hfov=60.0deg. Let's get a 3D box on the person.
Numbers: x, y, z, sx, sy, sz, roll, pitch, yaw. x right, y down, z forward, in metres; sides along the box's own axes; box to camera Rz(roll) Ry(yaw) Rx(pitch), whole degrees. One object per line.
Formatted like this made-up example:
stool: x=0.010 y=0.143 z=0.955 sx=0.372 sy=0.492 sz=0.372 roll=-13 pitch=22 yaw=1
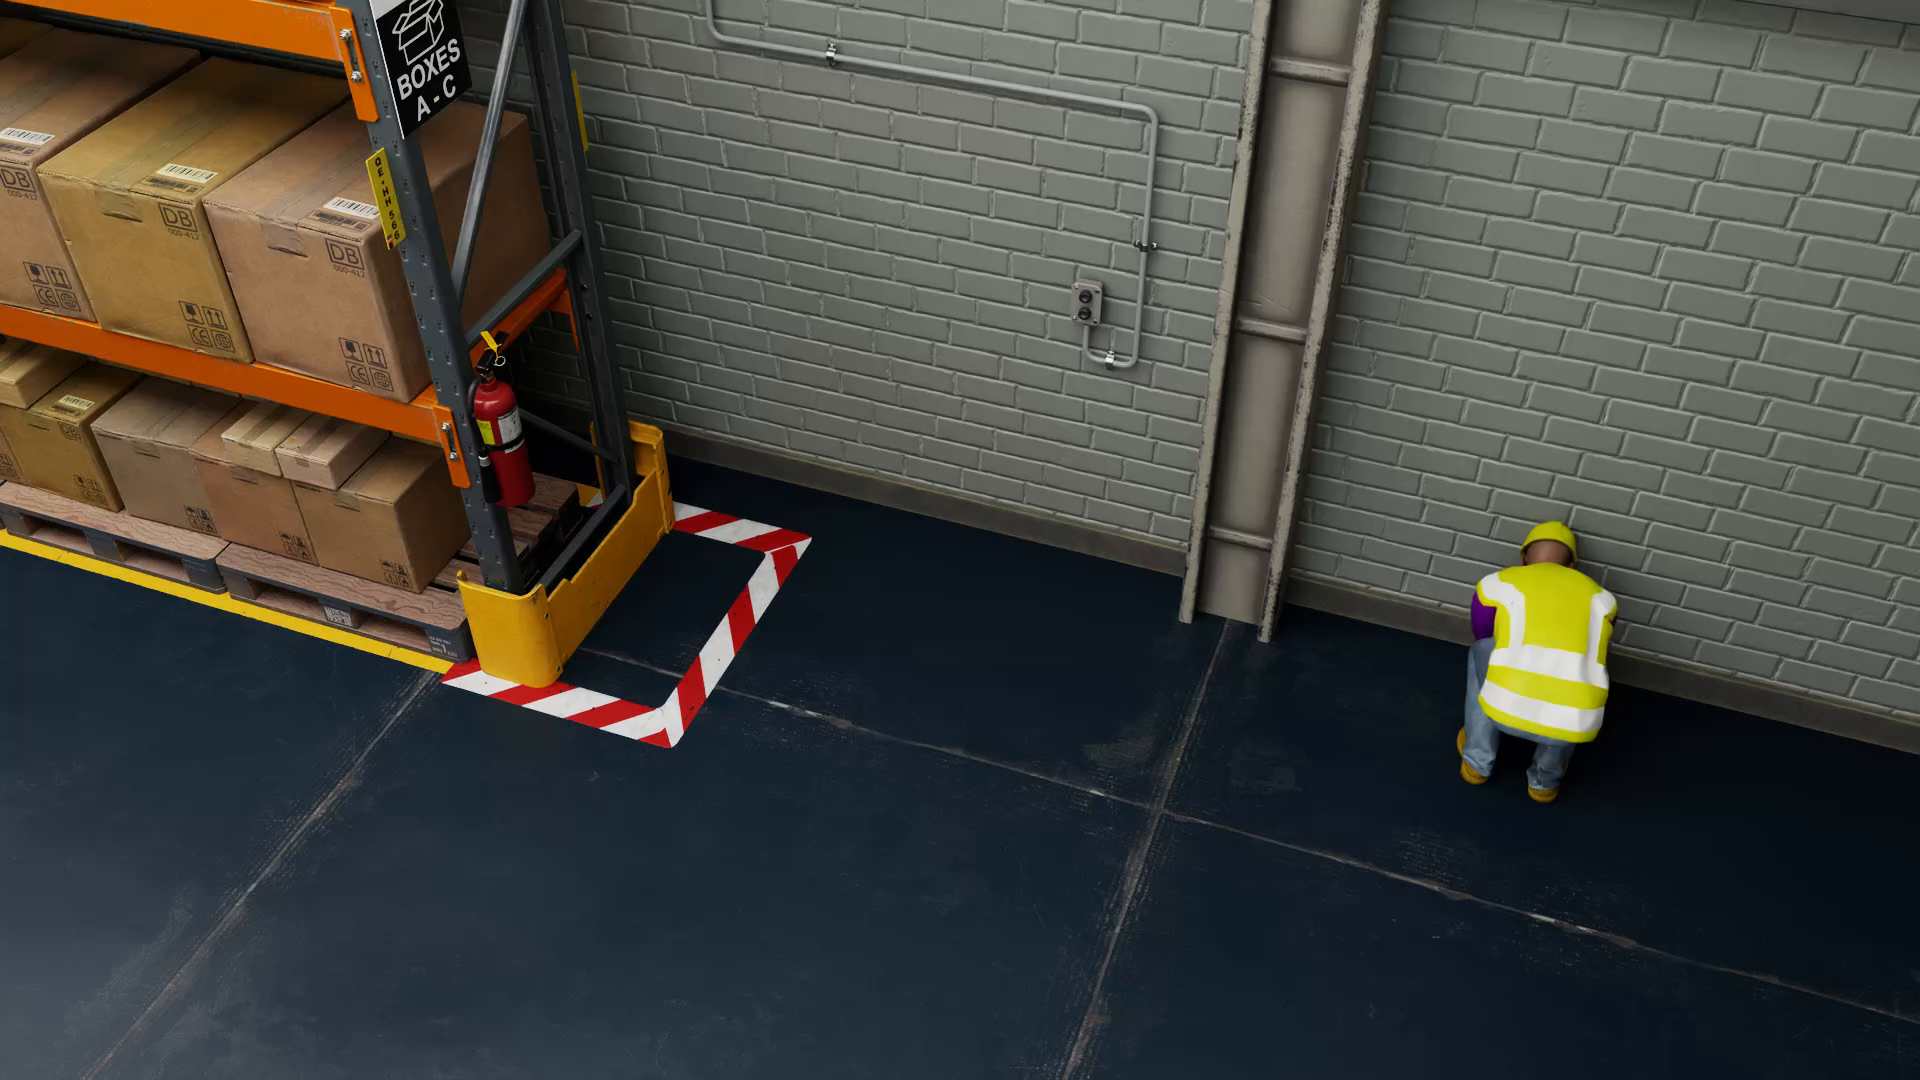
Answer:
person: x=2.176 y=0.487 z=6.345 sx=0.523 sy=0.804 sz=0.968 roll=13 pitch=43 yaw=14
